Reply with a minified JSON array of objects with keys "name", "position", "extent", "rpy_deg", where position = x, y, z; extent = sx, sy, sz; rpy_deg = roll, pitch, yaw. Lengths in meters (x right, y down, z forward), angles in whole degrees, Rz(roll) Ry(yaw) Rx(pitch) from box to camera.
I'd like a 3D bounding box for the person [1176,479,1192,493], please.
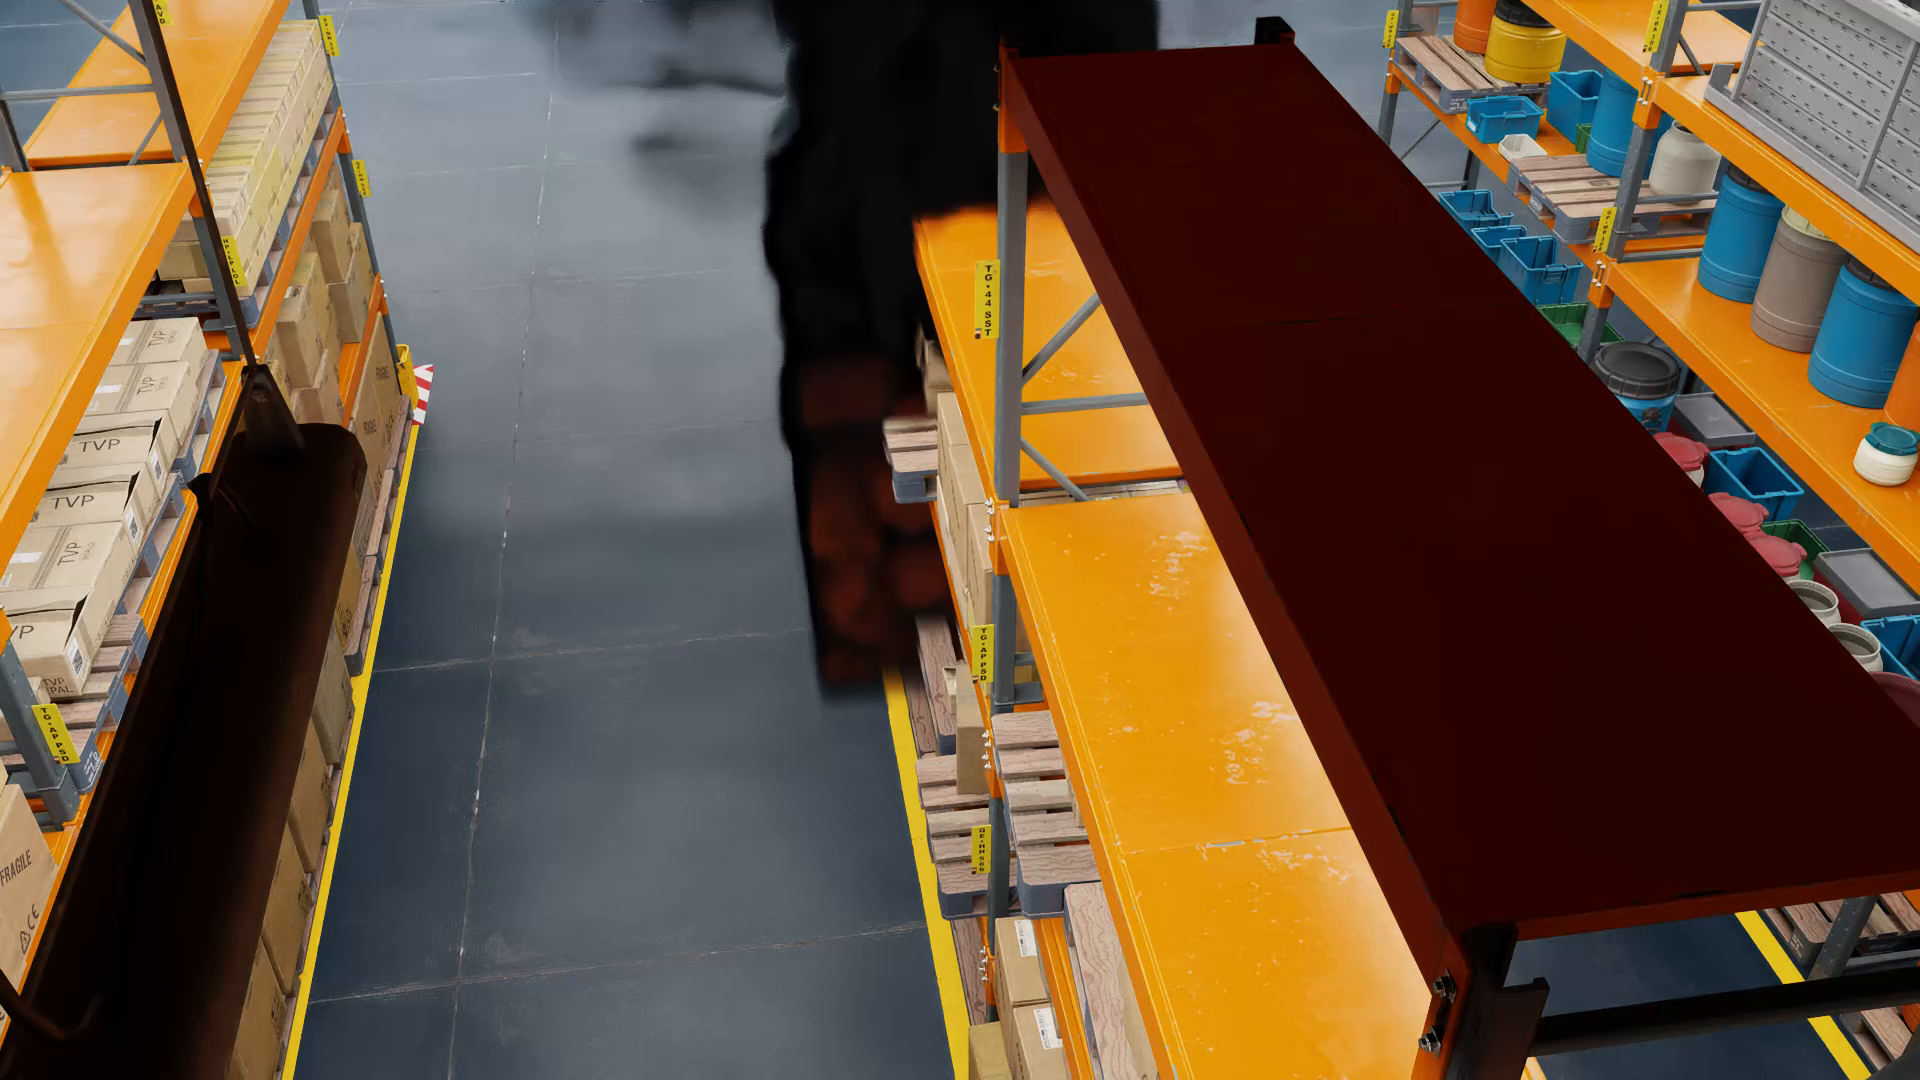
[{"name":"person","position":[1.642,-0.245,11.853],"extent":[0.684,1.745,0.697],"rpy_deg":[-14,38,-18]}]
